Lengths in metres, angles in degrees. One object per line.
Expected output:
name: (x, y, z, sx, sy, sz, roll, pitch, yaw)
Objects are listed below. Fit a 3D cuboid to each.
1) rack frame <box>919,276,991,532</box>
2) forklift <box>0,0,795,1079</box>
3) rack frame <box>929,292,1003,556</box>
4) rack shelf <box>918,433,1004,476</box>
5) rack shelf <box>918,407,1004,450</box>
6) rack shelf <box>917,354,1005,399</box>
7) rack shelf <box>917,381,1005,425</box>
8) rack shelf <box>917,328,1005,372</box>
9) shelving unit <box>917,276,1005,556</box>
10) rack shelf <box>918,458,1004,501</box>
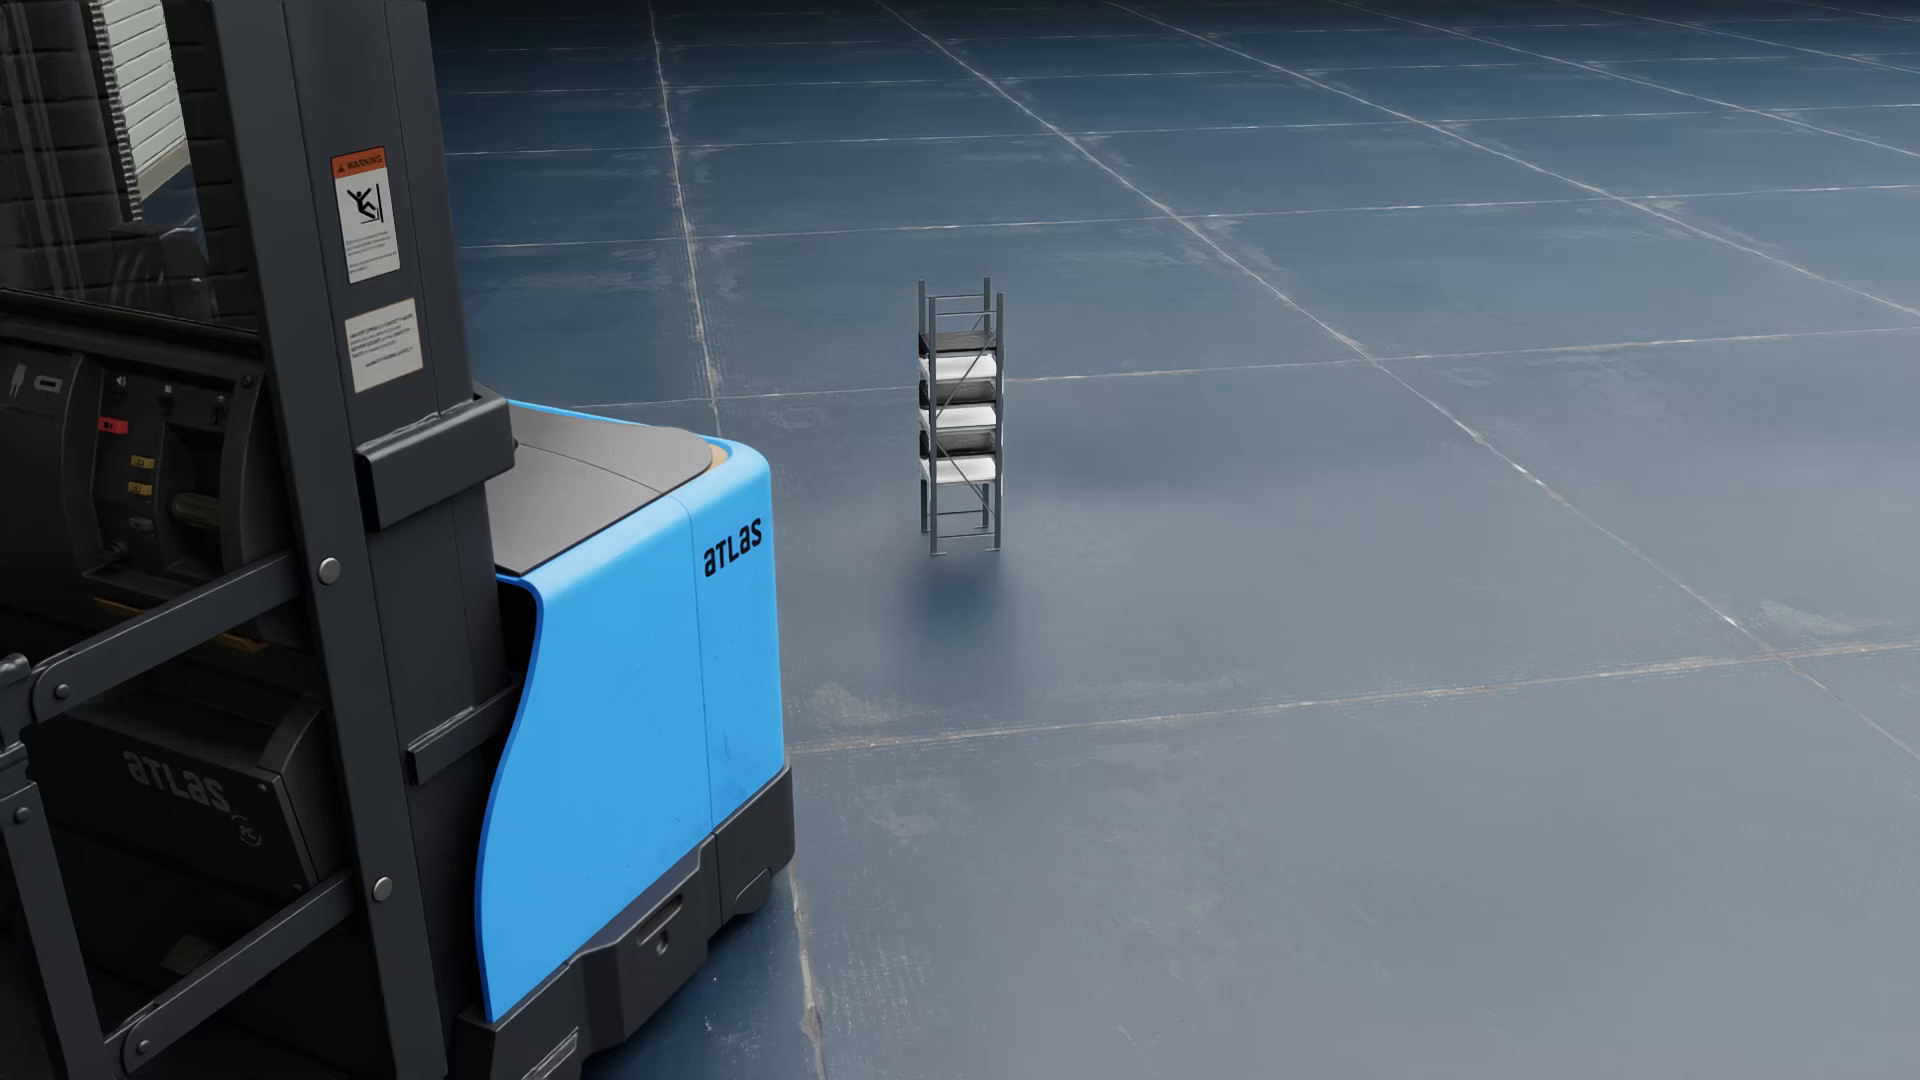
rack frame: (-0.017, -0.449, 5.654, 0.240, 0.900, 0.006, -4, 24, -10)
forklift: (-1.497, -0.119, 2.360, 1.130, 2.935, 3.031, 11, 26, 24)
rack frame: (0.020, -0.369, 5.471, 0.240, 0.900, 0.006, -4, 24, -10)
rack shelf: (0.001, -0.296, 5.612, 0.258, 0.077, 0.200, -4, 24, -10)
rack shelf: (0.001, -0.379, 5.576, 0.258, 0.077, 0.200, -4, 24, -10)
rack shelf: (0.001, -0.544, 5.504, 0.258, 0.077, 0.200, -4, 24, -10)
rack shelf: (0.001, -0.461, 5.540, 0.258, 0.077, 0.200, -4, 24, -10)
rack shelf: (0.001, -0.626, 5.468, 0.258, 0.077, 0.200, -4, 24, -10)
shelving unit: (0.001, -0.409, 5.563, 0.258, 0.900, 0.210, -4, 24, -10)
rack shelf: (0.001, -0.214, 5.648, 0.258, 0.077, 0.200, -4, 24, -10)
